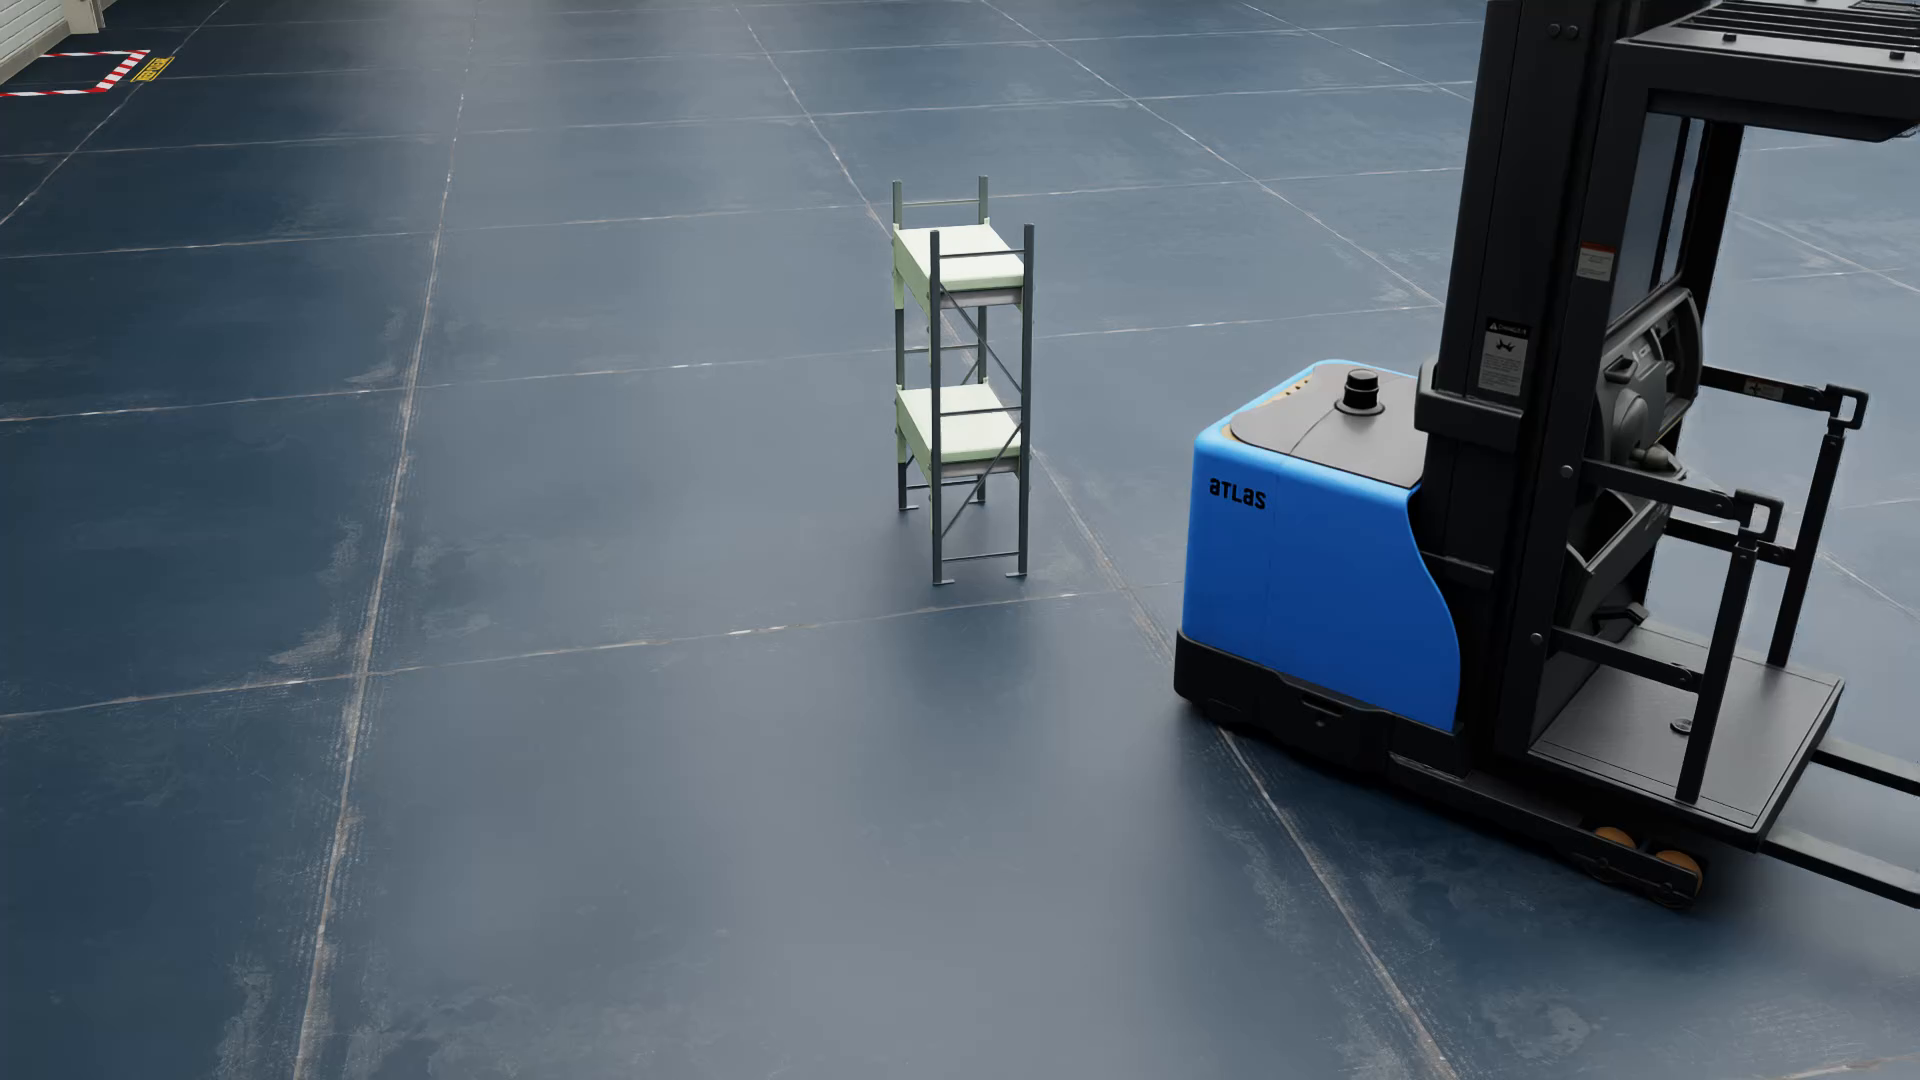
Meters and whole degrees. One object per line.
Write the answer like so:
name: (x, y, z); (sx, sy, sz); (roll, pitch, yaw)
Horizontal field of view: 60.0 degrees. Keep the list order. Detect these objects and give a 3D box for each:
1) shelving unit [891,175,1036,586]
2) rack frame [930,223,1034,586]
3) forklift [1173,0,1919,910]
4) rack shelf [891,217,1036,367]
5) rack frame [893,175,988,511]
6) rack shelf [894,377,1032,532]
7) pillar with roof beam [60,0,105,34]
shelving unit: (0.002, -0.667, 6.906); (0.431, 1.500, 0.755); (-6, 27, -12)
rack frame: (0.084, -0.506, 6.588); (0.400, 1.500, 0.023); (-6, 27, -12)
forklift: (2.247, -0.467, 4.922); (3.031, 2.935, 1.130); (19, 33, 33)
rack shelf: (0.002, -1.015, 6.730); (0.431, 0.370, 0.720); (-6, 27, -12)
rack frame: (-0.081, -0.827, 7.225); (0.400, 1.500, 0.023); (-6, 27, -12)
rack shelf: (0.002, -0.376, 7.053); (0.431, 0.370, 0.720); (-6, 27, -12)
pillar with roof beam: (-5.500, -10.110, 17.294); (9.100, 9.000, 0.400); (-6, 27, -12)
